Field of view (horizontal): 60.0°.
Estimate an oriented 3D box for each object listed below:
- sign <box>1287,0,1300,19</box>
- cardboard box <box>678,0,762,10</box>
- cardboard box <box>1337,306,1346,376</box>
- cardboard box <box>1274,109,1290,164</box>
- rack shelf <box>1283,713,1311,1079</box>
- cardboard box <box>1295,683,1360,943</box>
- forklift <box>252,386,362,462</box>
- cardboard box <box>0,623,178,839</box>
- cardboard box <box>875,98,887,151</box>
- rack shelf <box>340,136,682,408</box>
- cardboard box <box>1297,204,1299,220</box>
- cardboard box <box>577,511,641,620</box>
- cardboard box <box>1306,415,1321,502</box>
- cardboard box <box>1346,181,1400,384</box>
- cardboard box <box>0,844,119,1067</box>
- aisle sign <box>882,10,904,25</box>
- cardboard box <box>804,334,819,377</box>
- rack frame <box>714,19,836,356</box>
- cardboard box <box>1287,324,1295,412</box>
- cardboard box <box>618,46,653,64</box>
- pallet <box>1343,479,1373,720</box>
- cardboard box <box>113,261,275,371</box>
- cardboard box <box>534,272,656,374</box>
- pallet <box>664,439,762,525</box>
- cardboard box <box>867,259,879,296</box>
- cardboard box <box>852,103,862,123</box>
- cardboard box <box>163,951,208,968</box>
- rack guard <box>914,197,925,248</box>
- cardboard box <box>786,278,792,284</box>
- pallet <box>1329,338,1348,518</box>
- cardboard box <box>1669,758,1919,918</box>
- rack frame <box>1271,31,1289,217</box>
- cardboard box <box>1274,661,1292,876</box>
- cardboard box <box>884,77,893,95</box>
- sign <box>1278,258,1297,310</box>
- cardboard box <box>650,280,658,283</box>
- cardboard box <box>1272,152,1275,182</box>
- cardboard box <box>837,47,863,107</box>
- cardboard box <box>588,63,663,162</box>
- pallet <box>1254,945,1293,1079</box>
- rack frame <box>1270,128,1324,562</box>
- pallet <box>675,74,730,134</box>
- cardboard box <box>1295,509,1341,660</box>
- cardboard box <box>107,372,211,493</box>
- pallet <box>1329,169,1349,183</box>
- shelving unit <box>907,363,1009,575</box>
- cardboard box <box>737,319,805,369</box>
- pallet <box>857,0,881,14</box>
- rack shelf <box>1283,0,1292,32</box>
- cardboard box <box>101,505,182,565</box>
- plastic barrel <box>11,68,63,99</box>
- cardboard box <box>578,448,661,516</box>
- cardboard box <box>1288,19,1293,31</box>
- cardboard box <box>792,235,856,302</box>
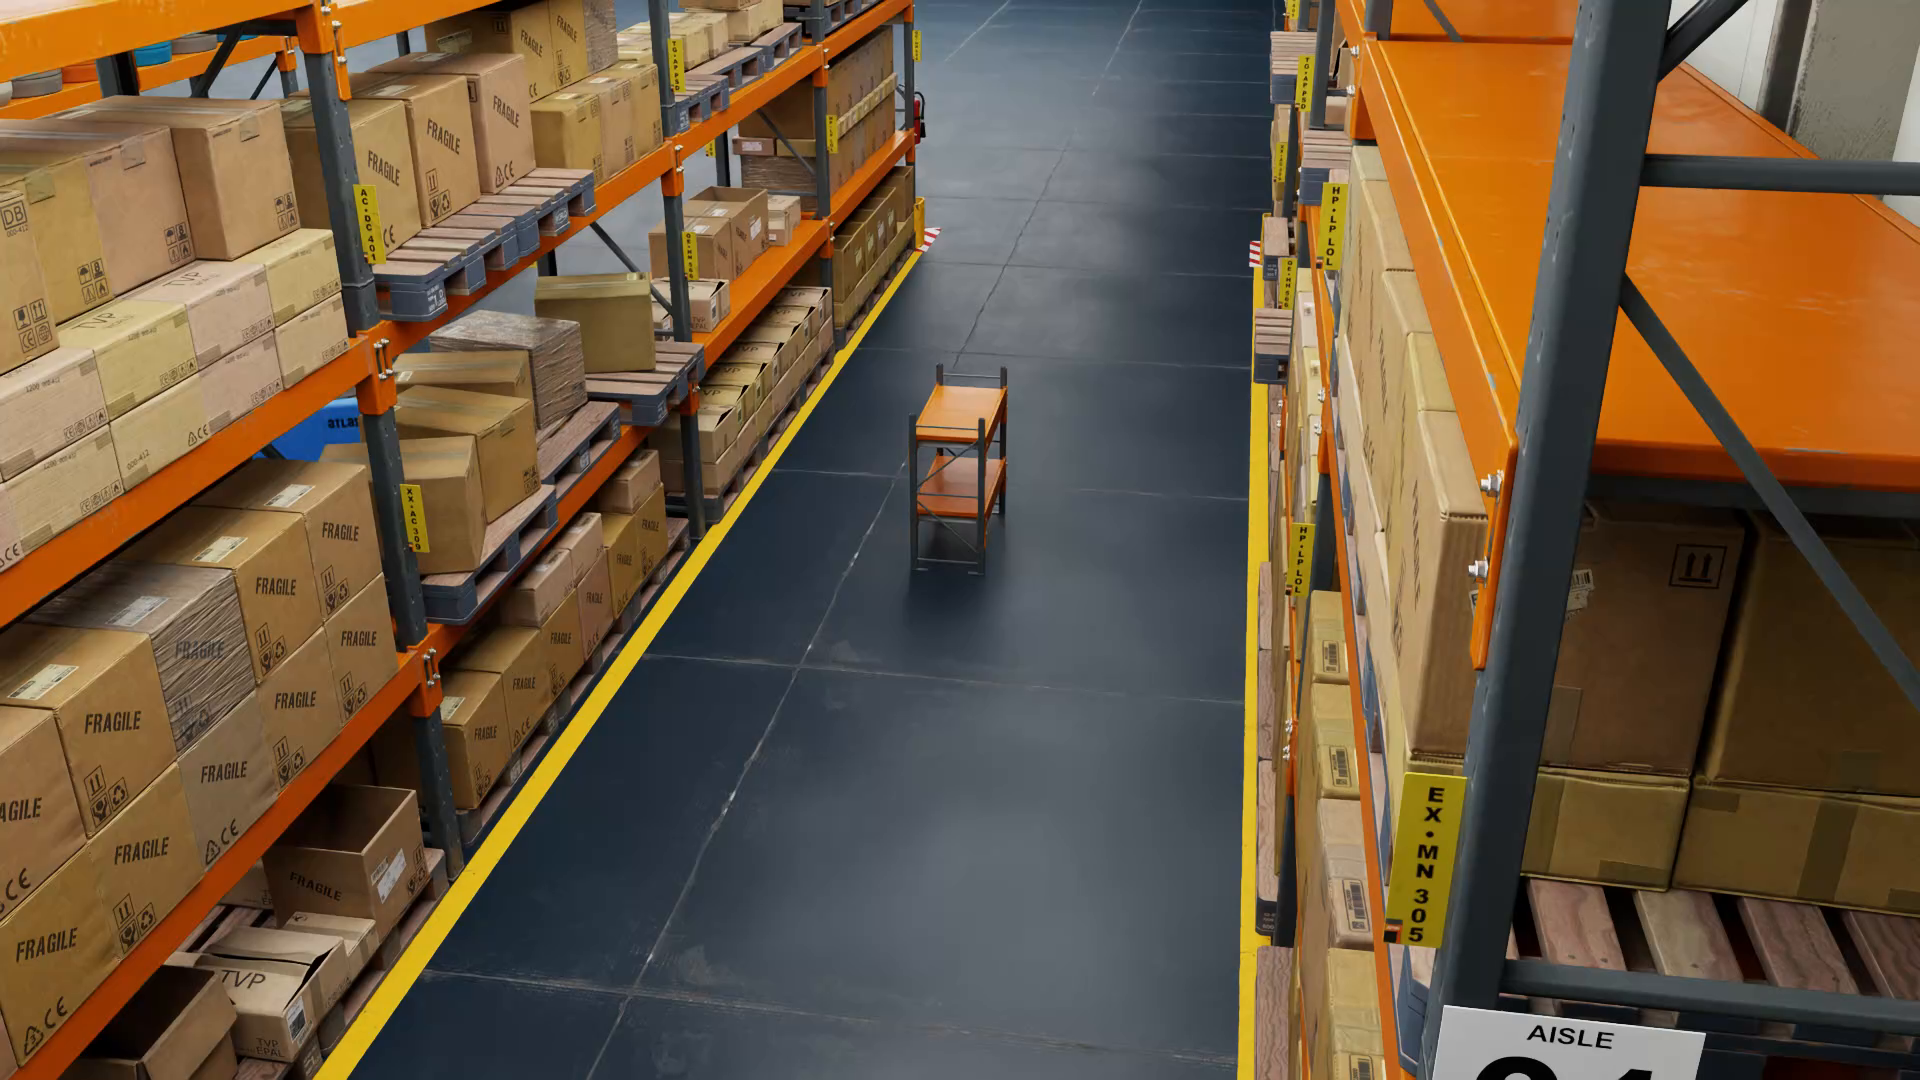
[{"bbox_3d":[2.695,-4.368,13.396,0.100,0.325,0.005,4,25,9],"label":"sign"},{"bbox_3d":[-1.867,-4.408,12.889,0.500,0.500,0.500,6,26,14],"label":"cardboard box"},{"bbox_3d":[1.551,-0.651,5.627,0.500,0.250,0.500,4,25,8],"label":"cardboard box"},{"bbox_3d":[3.172,-3.660,15.300,0.500,0.500,0.500,3,25,7],"label":"cardboard box"},{"bbox_3d":[1.597,1.767,5.286,1.077,0.370,4.000,4,25,9],"label":"rack shelf"},{"bbox_3d":[1.694,0.999,5.723,0.980,0.700,0.700,3,25,7],"label":"cardboard box"},{"bbox_3d":[-5.534,-1.398,11.279,3.031,2.935,1.130,-5,26,-10],"label":"forklift"},{"bbox_3d":[-3.038,0.630,5.569,0.500,0.500,0.500,4,25,8],"label":"cardboard box"},{"bbox_3d":[-1.173,-4.387,17.466,0.700,0.500,0.500,5,25,10],"label":"cardboard box"},{"bbox_3d":[-2.637,-1.606,8.954,1.077,0.370,4.000,4,25,9],"label":"rack shelf"},{"bbox_3d":[3.114,-2.775,13.504,0.700,0.500,0.500,4,25,9],"label":"cardboard box"},{"bbox_3d":[-2.316,0.147,10.328,0.500,0.500,0.500,3,25,7],"label":"cardboard box"},{"bbox_3d":[1.841,-0.350,7.583,0.500,0.250,0.500,5,25,10],"label":"cardboard box"},{"bbox_3d":[1.453,-0.767,4.991,0.500,0.500,0.500,3,25,7],"label":"cardboard box"},{"bbox_3d":[-3.121,1.297,5.322,0.500,0.500,0.500,4,25,8],"label":"cardboard box"},{"bbox_3d":[-0.702,-5.940,17.836,0.394,0.787,0.004,4,25,9],"label":"aisle sign"},{"bbox_3d":[-1.523,-1.623,14.427,0.500,0.250,0.500,4,25,8],"label":"cardboard box"},{"bbox_3d":[-1.657,-3.083,14.798,1.000,3.000,0.127,4,25,9],"label":"rack frame"},{"bbox_3d":[2.246,-1.072,10.010,0.500,0.500,0.500,5,26,10],"label":"cardboard box"},{"bbox_3d":[-2.292,-3.085,10.945,0.500,0.250,0.500,2,25,5],"label":"cardboard box"},{"bbox_3d":[1.578,0.136,4.487,1.003,0.211,1.213,4,25,9],"label":"pallet"},{"bbox_3d":[-2.861,-0.823,6.019,0.500,0.250,0.500,4,25,9],"label":"cardboard box"},{"bbox_3d":[-2.302,-1.374,10.535,0.700,0.500,0.500,-4,25,-9],"label":"cardboard box"},{"bbox_3d":[-2.137,-0.489,12.545,1.003,0.211,1.213,4,25,9],"label":"pallet"},{"bbox_3d":[-1.108,-2.618,16.554,0.500,0.250,0.500,4,25,9],"label":"cardboard box"},{"bbox_3d":[-1.172,-4.169,16.236,0.380,0.149,0.250,4,25,8],"label":"cardboard box"},{"bbox_3d":[-3.377,1.870,7.040,0.380,0.166,0.250,4,25,9],"label":"cardboard box"},{"bbox_3d":[-0.999,-3.634,18.924,1.175,0.500,0.348,4,25,9],"label":"rack guard"},{"bbox_3d":[-1.703,-2.785,16.025,0.500,0.500,0.500,4,25,9],"label":"cardboard box"},{"bbox_3d":[1.780,-0.372,5.574,1.003,0.211,1.213,4,25,9],"label":"pallet"},{"bbox_3d":[1.631,0.463,3.248,0.500,0.250,0.500,5,26,11],"label":"cardboard box"},{"bbox_3d":[3.885,-4.414,17.642,1.000,3.000,0.127,4,25,9],"label":"rack frame"},{"bbox_3d":[1.902,1.107,7.887,0.750,0.750,0.750,4,25,9],"label":"cardboard box"},{"bbox_3d":[-0.919,-4.812,17.610,0.380,0.149,0.250,5,25,10],"label":"cardboard box"},{"bbox_3d":[2.041,-1.591,10.338,0.100,0.325,0.005,4,25,9],"label":"sign"},{"bbox_3d":[-2.157,-1.834,12.425,0.380,0.149,0.250,6,26,12],"label":"cardboard box"},{"bbox_3d":[3.247,-3.531,15.909,0.500,0.250,0.500,4,25,9],"label":"cardboard box"},{"bbox_3d":[-1.344,-4.532,16.245,0.700,0.500,0.500,4,25,9],"label":"cardboard box"},{"bbox_3d":[-2.348,-2.629,10.172,0.910,0.500,0.500,4,25,9],"label":"cardboard box"},{"bbox_3d":[1.722,2.180,6.844,1.003,0.211,1.213,4,25,9],"label":"pallet"},{"bbox_3d":[2.577,-1.068,10.494,1.000,3.000,0.127,4,25,9],"label":"rack frame"},{"bbox_3d":[-2.288,-2.973,11.248,1.213,0.211,1.003,5,26,11],"label":"pallet"},{"bbox_3d":[1.750,0.205,7.282,0.500,0.500,0.500,4,25,8],"label":"cardboard box"},{"bbox_3d":[-2.946,-0.388,5.679,0.500,0.250,0.500,4,25,9],"label":"cardboard box"},{"bbox_3d":[2.345,-1.601,8.316,1.003,0.211,1.213,5,26,11],"label":"pallet"},{"bbox_3d":[-0.001,-0.507,11.505,0.538,1.125,1.048,4,25,9],"label":"shelving unit"},{"bbox_3d":[-1.603,-1.666,13.858,0.500,0.311,0.500,4,25,8],"label":"cardboard box"},{"bbox_3d":[-1.341,-5.269,16.034,1.003,0.211,1.213,4,25,9],"label":"pallet"},{"bbox_3d":[3.558,-4.611,15.372,1.077,0.370,4.000,4,25,9],"label":"rack shelf"},{"bbox_3d":[-3.402,0.158,6.577,0.500,0.500,0.500,3,25,7],"label":"cardboard box"},{"bbox_3d":[-6.848,-3.669,11.920,0.600,0.901,0.600,0,25,0],"label":"plastic barrel"},{"bbox_3d":[-2.237,-0.386,10.581,0.500,0.250,0.500,5,26,11],"label":"cardboard box"},{"bbox_3d":[3.218,-4.828,14.846,0.500,0.500,0.500,3,25,6],"label":"cardboard box"},{"bbox_3d":[-1.272,-2.540,15.501,0.500,0.500,0.500,4,25,9],"label":"cardboard box"}]
